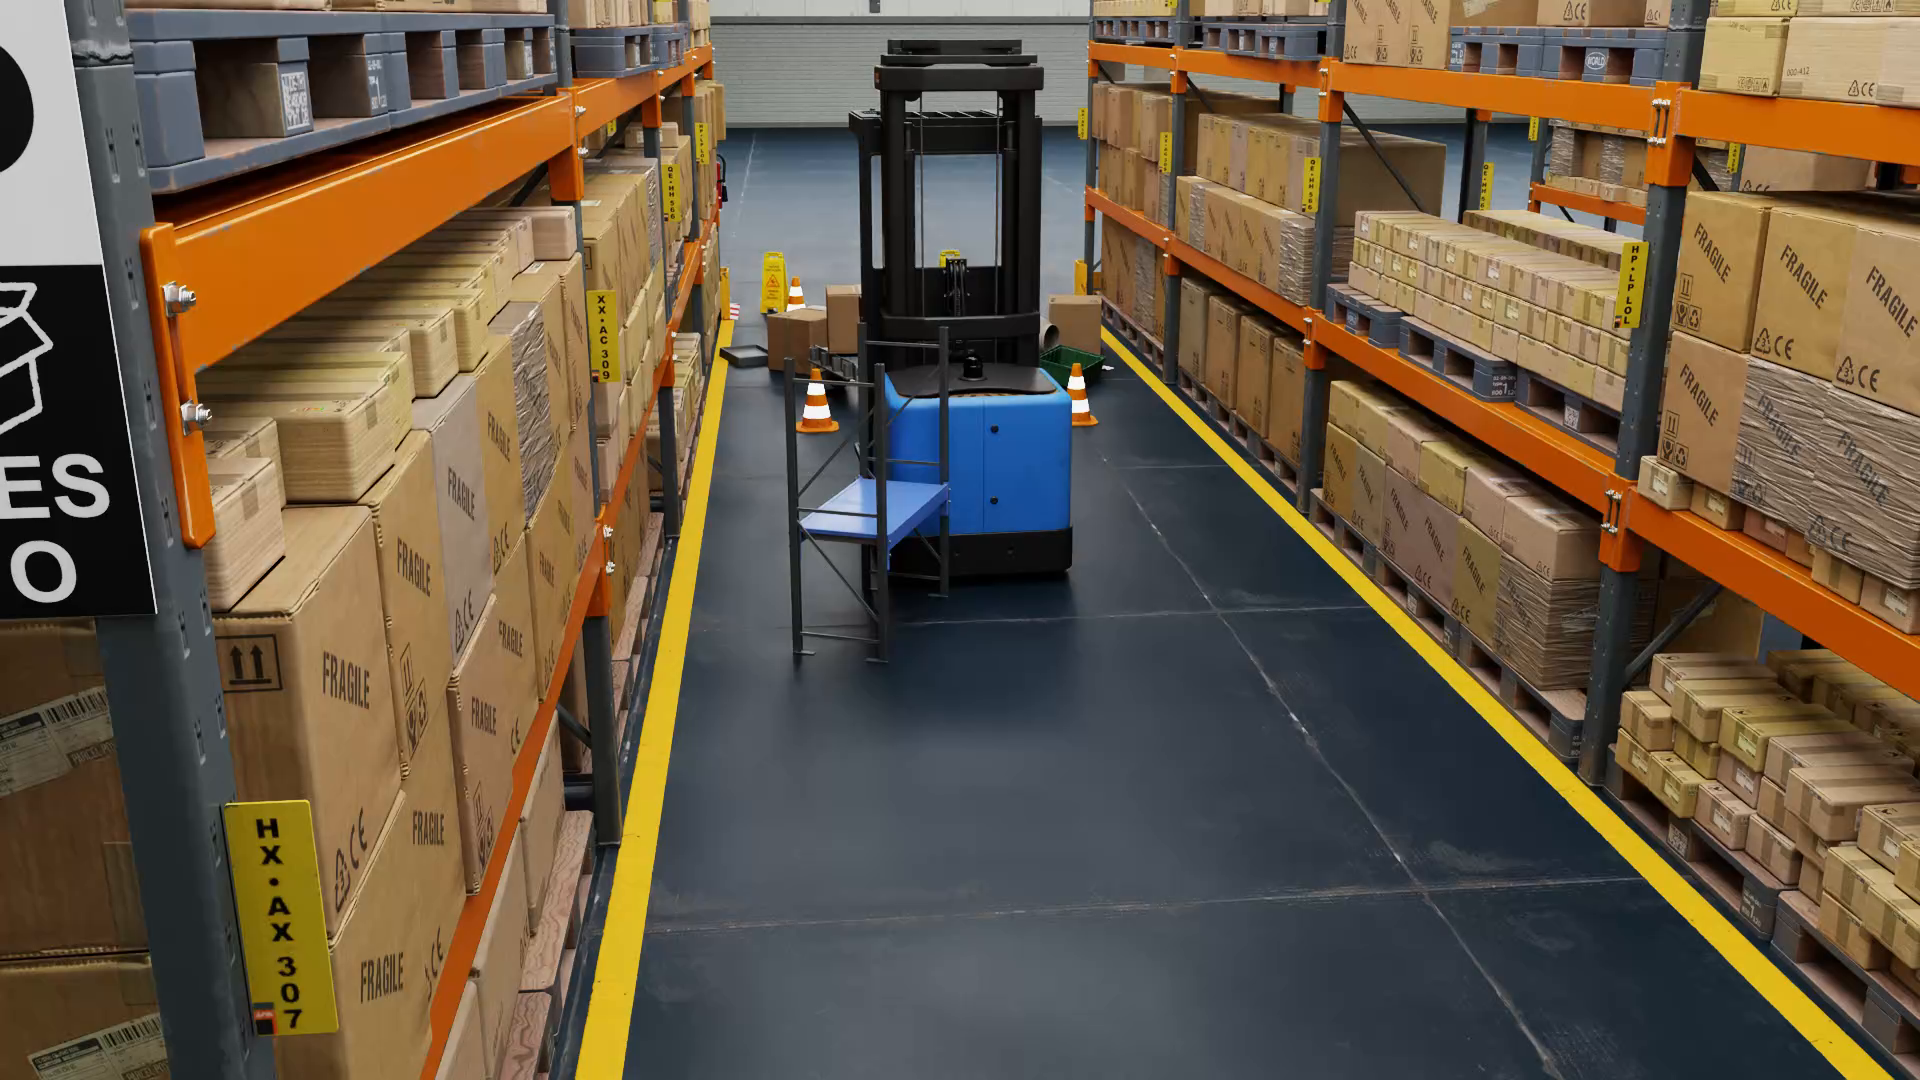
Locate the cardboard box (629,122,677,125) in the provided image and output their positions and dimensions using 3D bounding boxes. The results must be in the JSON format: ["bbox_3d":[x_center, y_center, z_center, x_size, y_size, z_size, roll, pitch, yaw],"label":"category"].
[{"bbox_3d":[-2.280,-2.998,12.270,0.380,0.149,0.250,-2,18,-7],"label":"cardboard box"}]

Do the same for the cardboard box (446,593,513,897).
[{"bbox_3d":[-1.277,0.440,3.601,0.500,0.500,0.500,-2,18,-6],"label":"cardboard box"}]

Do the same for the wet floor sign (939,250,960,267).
[{"bbox_3d":[-0.108,-2.833,18.122,0.267,0.644,0.232,-5,18,-15],"label":"wet floor sign"}]

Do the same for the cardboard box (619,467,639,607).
[{"bbox_3d":[-2.148,-0.154,8.507,0.875,0.875,0.875,-2,17,-5],"label":"cardboard box"}]

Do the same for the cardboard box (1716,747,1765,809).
[{"bbox_3d":[2.997,0.847,6.034,0.380,0.149,0.250,-2,18,-6],"label":"cardboard box"}]

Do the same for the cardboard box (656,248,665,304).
[{"bbox_3d":[-1.921,-1.472,9.275,0.500,0.250,0.500,-2,18,-6],"label":"cardboard box"}]

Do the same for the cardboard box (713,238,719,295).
[{"bbox_3d":[-2.650,-2.686,16.361,0.500,0.500,0.500,-1,17,-4],"label":"cardboard box"}]

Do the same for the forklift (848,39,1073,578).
[{"bbox_3d":[-0.094,-1.585,10.332,1.130,2.935,3.031,-3,18,-8],"label":"forklift"}]

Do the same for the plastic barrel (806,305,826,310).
[{"bbox_3d":[-1.330,-2.028,15.929,0.512,0.421,0.421,11,21,32],"label":"plastic barrel"}]

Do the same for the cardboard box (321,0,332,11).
[{"bbox_3d":[-1.504,-1.143,3.082,0.500,0.311,0.500,-1,17,-5],"label":"cardboard box"}]

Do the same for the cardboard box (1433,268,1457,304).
[{"bbox_3d":[2.673,-1.314,8.575,0.380,0.149,0.250,-2,18,-6],"label":"cardboard box"}]

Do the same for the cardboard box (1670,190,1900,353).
[{"bbox_3d":[2.906,-0.958,5.888,0.500,0.500,0.500,-1,17,-4],"label":"cardboard box"}]

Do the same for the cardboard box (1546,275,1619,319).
[{"bbox_3d":[2.813,-1.068,7.297,0.380,0.149,0.250,-2,18,-7],"label":"cardboard box"}]

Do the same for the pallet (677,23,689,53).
[{"bbox_3d":[-2.679,-3.788,12.541,1.213,0.211,1.003,-2,18,-6],"label":"pallet"}]

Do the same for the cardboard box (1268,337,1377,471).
[{"bbox_3d":[2.716,-0.936,11.206,1.050,0.750,0.750,-2,18,-6],"label":"cardboard box"}]

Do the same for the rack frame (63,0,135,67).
[{"bbox_3d":[-1.399,-1.921,1.272,1.000,3.000,0.127,-2,18,-6],"label":"rack frame"}]

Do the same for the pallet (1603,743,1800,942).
[{"bbox_3d":[3.206,1.096,6.333,1.003,0.211,1.213,-2,18,-6],"label":"pallet"}]

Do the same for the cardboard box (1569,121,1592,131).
[{"bbox_3d":[6.638,-4.477,17.096,0.500,0.500,0.500,-2,18,-6],"label":"cardboard box"}]

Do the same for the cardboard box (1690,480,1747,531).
[{"bbox_3d":[2.906,-0.144,6.048,0.380,0.149,0.250,-1,17,-4],"label":"cardboard box"}]

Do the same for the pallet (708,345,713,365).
[{"bbox_3d":[-2.870,-1.867,15.770,1.003,0.211,1.213,-2,18,-6],"label":"pallet"}]

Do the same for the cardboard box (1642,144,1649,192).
[{"bbox_3d":[7.067,-3.561,15.849,0.875,0.500,0.500,-2,18,-6],"label":"cardboard box"}]

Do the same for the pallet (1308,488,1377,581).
[{"bbox_3d":[2.768,-0.062,10.021,1.003,0.211,1.213,-2,18,-6],"label":"pallet"}]

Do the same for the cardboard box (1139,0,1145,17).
[{"bbox_3d":[1.816,-4.777,14.929,0.380,0.149,0.250,-2,17,-5],"label":"cardboard box"}]

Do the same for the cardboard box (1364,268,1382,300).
[{"bbox_3d":[2.562,-1.486,9.621,0.380,0.149,0.250,-1,17,-3],"label":"cardboard box"}]

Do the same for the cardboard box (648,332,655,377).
[{"bbox_3d":[-1.809,-0.925,8.367,0.500,0.250,0.500,-2,18,-6],"label":"cardboard box"}]

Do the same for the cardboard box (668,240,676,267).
[{"bbox_3d":[-2.059,-1.876,10.862,0.380,0.149,0.250,-2,18,-5],"label":"cardboard box"}]

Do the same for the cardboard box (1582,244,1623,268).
[{"bbox_3d":[3.353,-1.395,8.336,0.380,0.149,0.250,-1,17,-4],"label":"cardboard box"}]

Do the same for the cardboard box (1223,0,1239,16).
[{"bbox_3d":[2.162,-3.950,12.296,0.380,0.149,0.250,-2,18,-6],"label":"cardboard box"}]

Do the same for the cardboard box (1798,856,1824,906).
[{"bbox_3d":[3.063,1.150,5.565,0.380,0.149,0.250,-3,18,-8],"label":"cardboard box"}]

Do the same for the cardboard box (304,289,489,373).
[{"bbox_3d":[-1.278,-0.470,3.748,0.380,0.149,0.250,-2,18,-7],"label":"cardboard box"}]

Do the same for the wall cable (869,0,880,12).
[{"bbox_3d":[-1.449,-18.066,47.020,2.305,6.003,0.169,-2,18,-6],"label":"wall cable"}]

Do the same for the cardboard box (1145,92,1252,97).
[{"bbox_3d":[2.181,-3.840,15.347,0.875,0.550,0.550,-2,18,-6],"label":"cardboard box"}]

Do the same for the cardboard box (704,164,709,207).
[{"bbox_3d":[-2.519,-3.262,14.895,0.500,0.500,0.500,-2,18,-6],"label":"cardboard box"}]

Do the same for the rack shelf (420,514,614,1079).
[{"bbox_3d":[-1.605,0.689,4.176,1.077,0.370,4.000,-2,18,-6],"label":"rack shelf"}]

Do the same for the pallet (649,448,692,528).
[{"bbox_3d":[-2.303,-0.344,10.922,1.003,0.211,1.213,-2,18,-6],"label":"pallet"}]

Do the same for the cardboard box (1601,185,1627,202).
[{"bbox_3d":[6.658,-3.470,16.640,0.380,0.149,0.250,-2,18,-6],"label":"cardboard box"}]

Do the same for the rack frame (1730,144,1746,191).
[{"bbox_3d":[7.220,-2.940,14.533,1.000,3.000,0.127,-2,18,-6],"label":"rack frame"}]

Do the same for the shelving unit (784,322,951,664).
[{"bbox_3d":[-0.450,-0.275,8.548,0.538,1.500,1.048,5,18,16],"label":"shelving unit"}]

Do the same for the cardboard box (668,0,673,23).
[{"bbox_3d":[-2.432,-4.024,12.528,0.500,0.250,0.500,-2,18,-7],"label":"cardboard box"}]

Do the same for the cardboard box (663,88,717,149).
[{"bbox_3d":[-2.522,-3.741,14.754,0.700,0.500,0.500,-2,18,-7],"label":"cardboard box"}]

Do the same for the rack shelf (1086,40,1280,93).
[{"bbox_3d":[2.070,-4.500,15.698,1.077,0.370,4.000,-2,18,-6],"label":"rack shelf"}]

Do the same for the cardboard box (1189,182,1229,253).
[{"bbox_3d":[2.116,-2.549,13.122,0.500,0.500,0.500,-2,18,-5],"label":"cardboard box"}]

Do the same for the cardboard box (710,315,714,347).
[{"bbox_3d":[-2.495,-1.865,14.999,0.500,0.250,0.500,-1,17,-3],"label":"cardboard box"}]

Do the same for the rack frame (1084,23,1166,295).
[{"bbox_3d":[1.864,-4.008,17.937,1.000,3.000,0.127,-2,18,-6],"label":"rack frame"}]

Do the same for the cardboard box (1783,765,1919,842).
[{"bbox_3d":[2.970,0.865,5.480,0.380,0.149,0.250,-1,17,-4],"label":"cardboard box"}]

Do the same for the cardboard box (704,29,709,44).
[{"bbox_3d":[-2.676,-4.966,16.398,0.380,0.149,0.250,-2,18,-5],"label":"cardboard box"}]

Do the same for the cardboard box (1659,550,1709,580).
[{"bbox_3d":[3.288,-0.027,7.476,0.500,0.250,0.500,-3,18,-8],"label":"cardboard box"}]

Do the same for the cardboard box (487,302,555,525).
[{"bbox_3d":[-1.382,-0.340,4.416,0.500,0.500,0.500,-2,17,-5],"label":"cardboard box"}]

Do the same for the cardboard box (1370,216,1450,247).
[{"bbox_3d":[2.574,-1.766,9.518,0.380,0.149,0.250,-2,18,-7],"label":"cardboard box"}]

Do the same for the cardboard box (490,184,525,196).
[{"bbox_3d":[-2.269,-1.360,7.664,0.500,0.500,0.500,-1,17,-5],"label":"cardboard box"}]

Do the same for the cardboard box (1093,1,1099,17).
[{"bbox_3d":[1.580,-5.456,17.091,0.380,0.149,0.250,-2,18,-5],"label":"cardboard box"}]

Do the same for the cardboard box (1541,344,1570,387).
[{"bbox_3d":[2.813,-0.778,7.364,0.380,0.149,0.250,-2,18,-6],"label":"cardboard box"}]

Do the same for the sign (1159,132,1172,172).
[{"bbox_3d":[1.725,-3.250,13.943,0.100,0.325,0.005,-2,18,-6],"label":"sign"}]

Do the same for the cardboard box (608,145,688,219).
[{"bbox_3d":[-2.261,-2.591,12.059,0.500,0.500,0.500,-1,17,-4],"label":"cardboard box"}]
